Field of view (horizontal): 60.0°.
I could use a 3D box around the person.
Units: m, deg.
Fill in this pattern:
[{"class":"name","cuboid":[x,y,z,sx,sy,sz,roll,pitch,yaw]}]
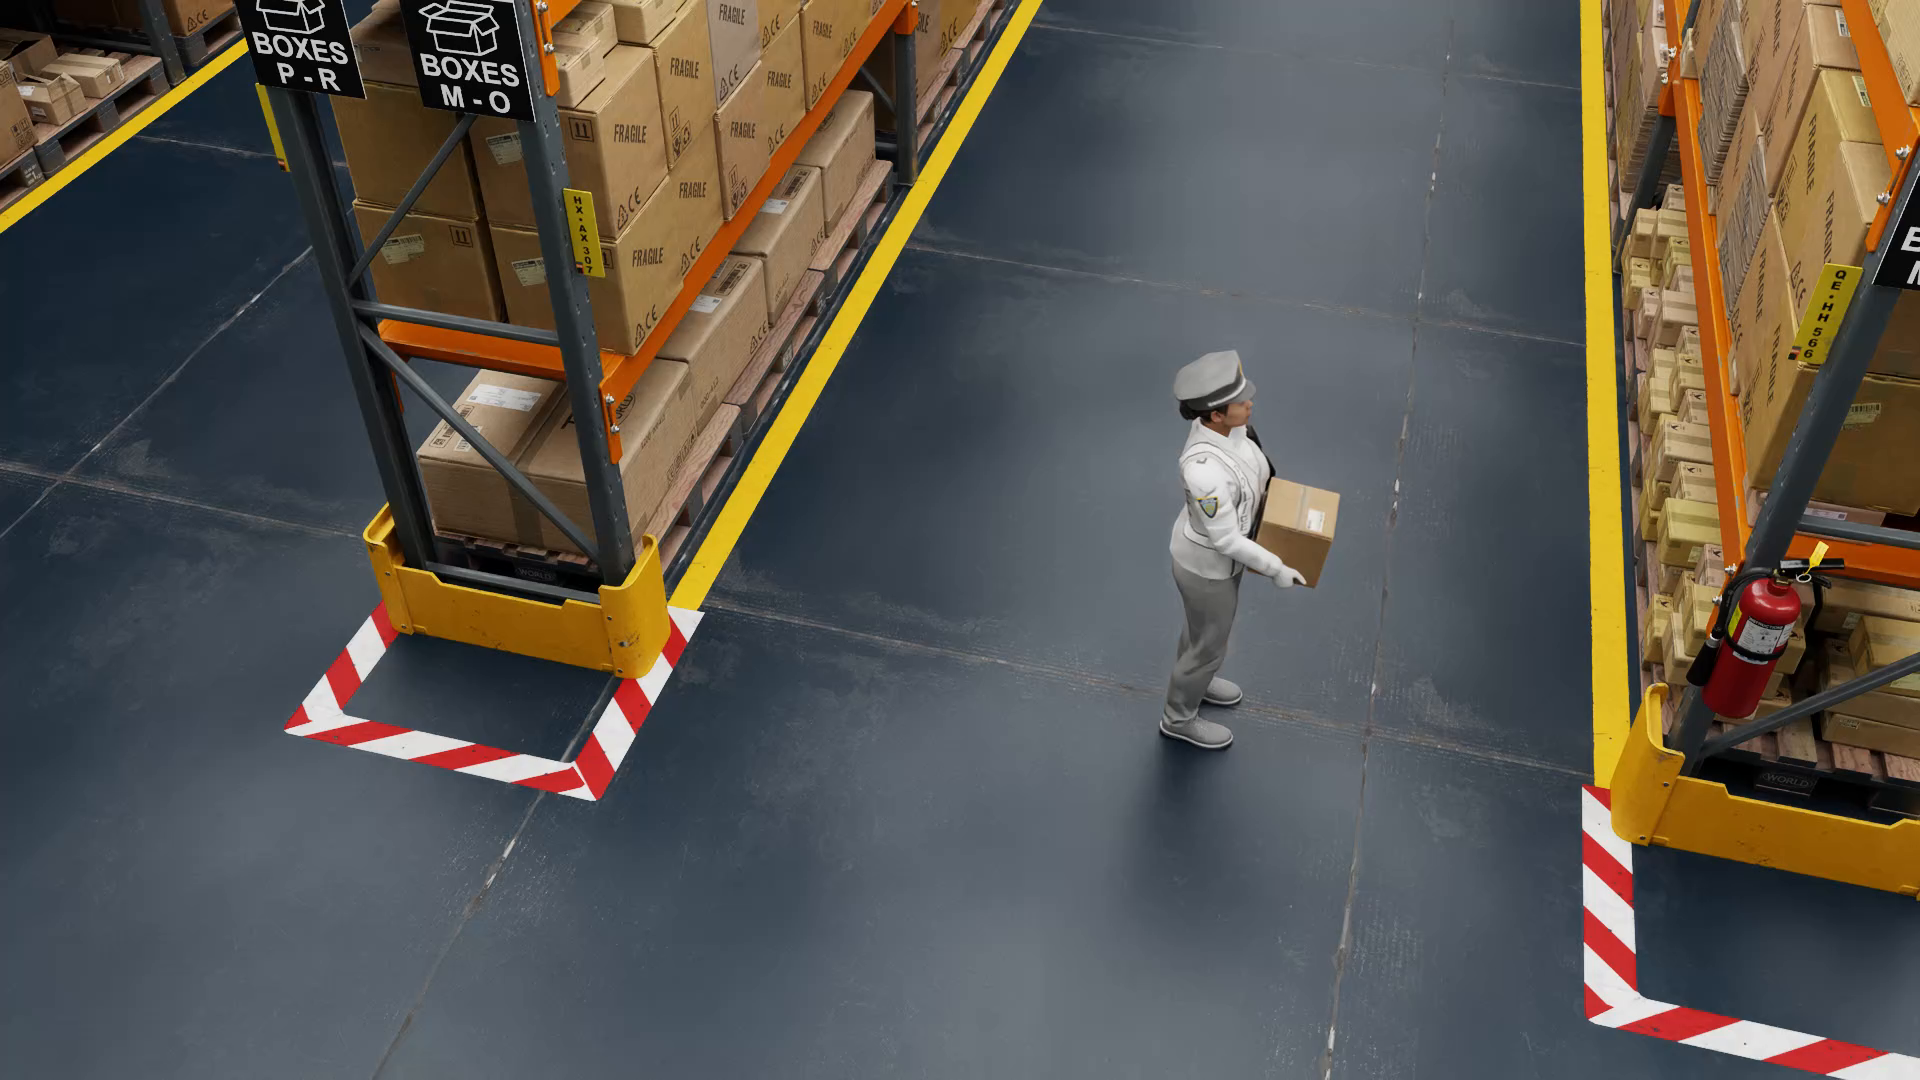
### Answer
[{"class":"person","cuboid":[0.992,0.060,6.070,0.556,1.686,0.460,10,42,11]}]
